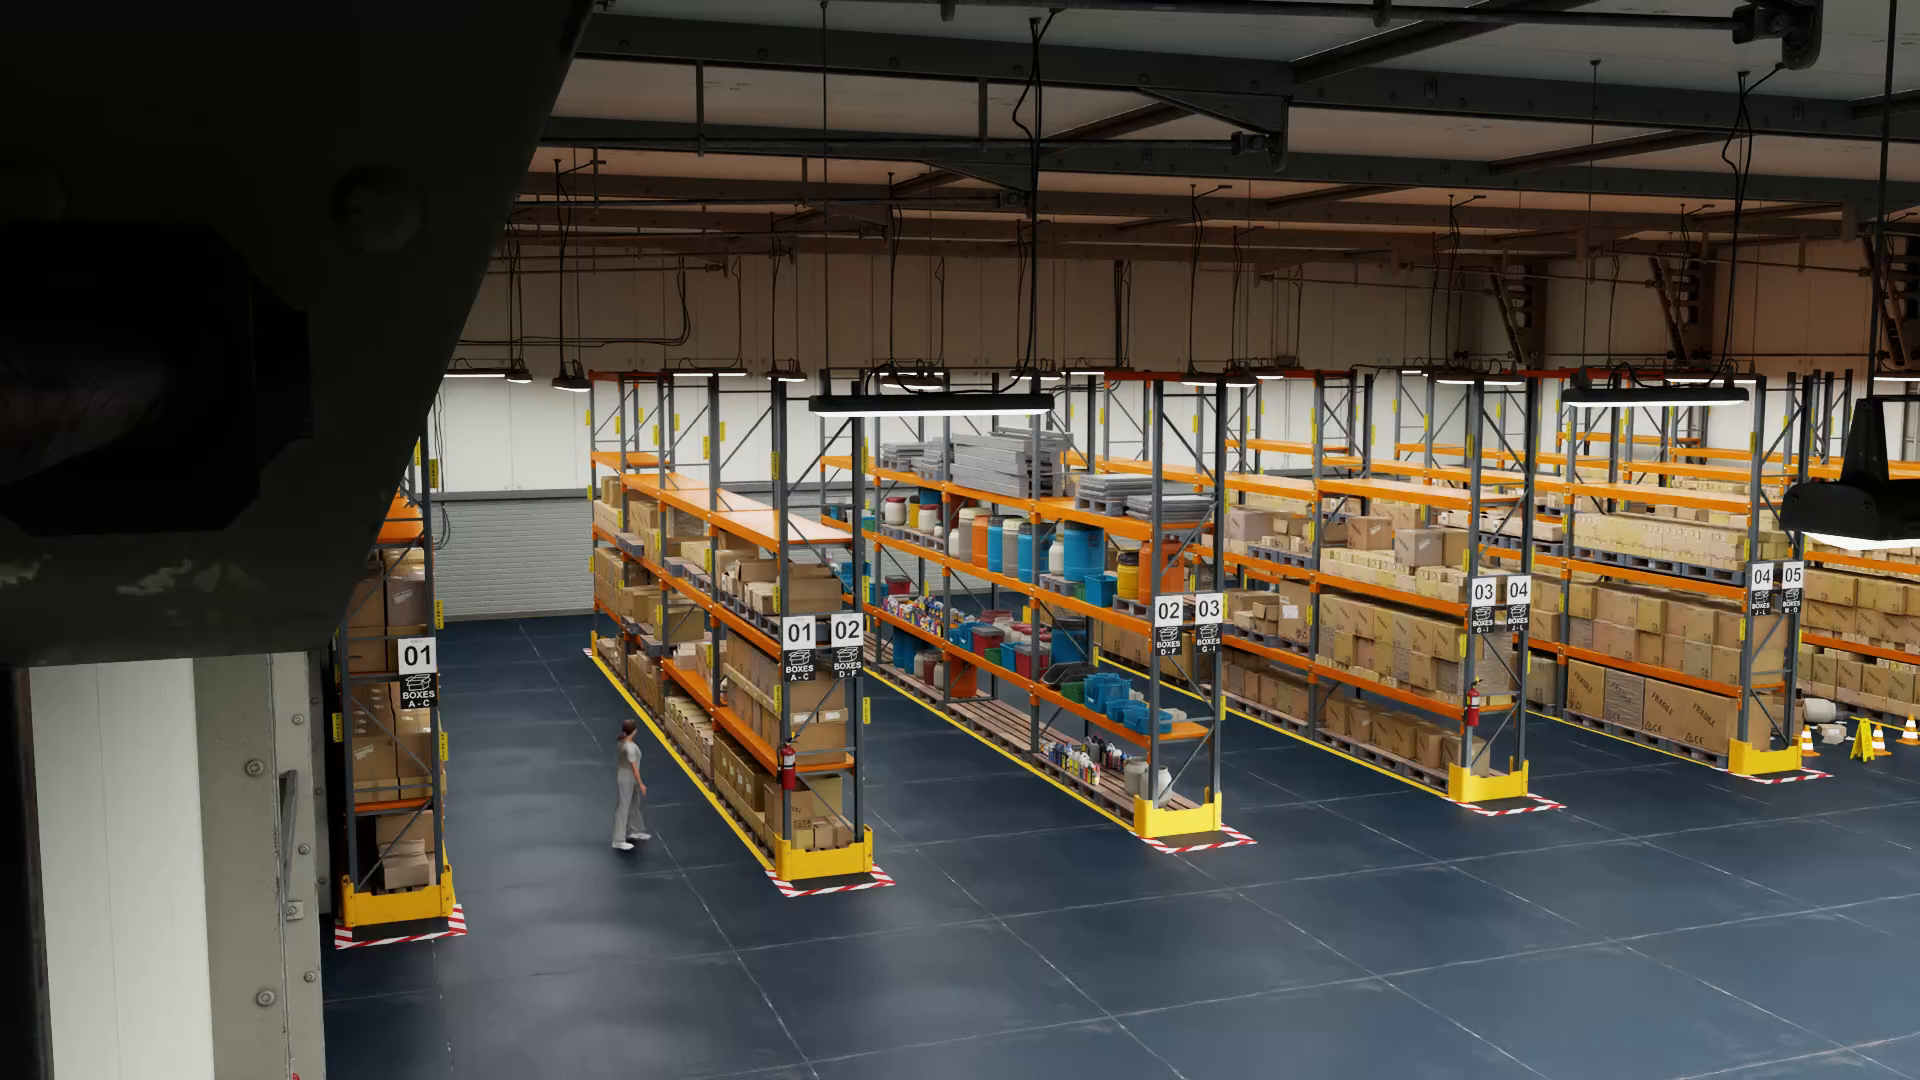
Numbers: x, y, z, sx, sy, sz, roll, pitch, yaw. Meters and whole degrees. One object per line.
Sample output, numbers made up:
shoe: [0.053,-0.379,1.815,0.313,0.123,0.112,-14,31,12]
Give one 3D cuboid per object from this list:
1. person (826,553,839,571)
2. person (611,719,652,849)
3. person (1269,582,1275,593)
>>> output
person: [-2.998,1.159,38.936,0.399,1.736,0.504,5,8,40]
person: [-4.252,3.124,21.459,0.535,1.698,0.620,-2,7,-13]
person: [8.428,0.584,44.127,0.529,1.621,0.742,6,8,41]
